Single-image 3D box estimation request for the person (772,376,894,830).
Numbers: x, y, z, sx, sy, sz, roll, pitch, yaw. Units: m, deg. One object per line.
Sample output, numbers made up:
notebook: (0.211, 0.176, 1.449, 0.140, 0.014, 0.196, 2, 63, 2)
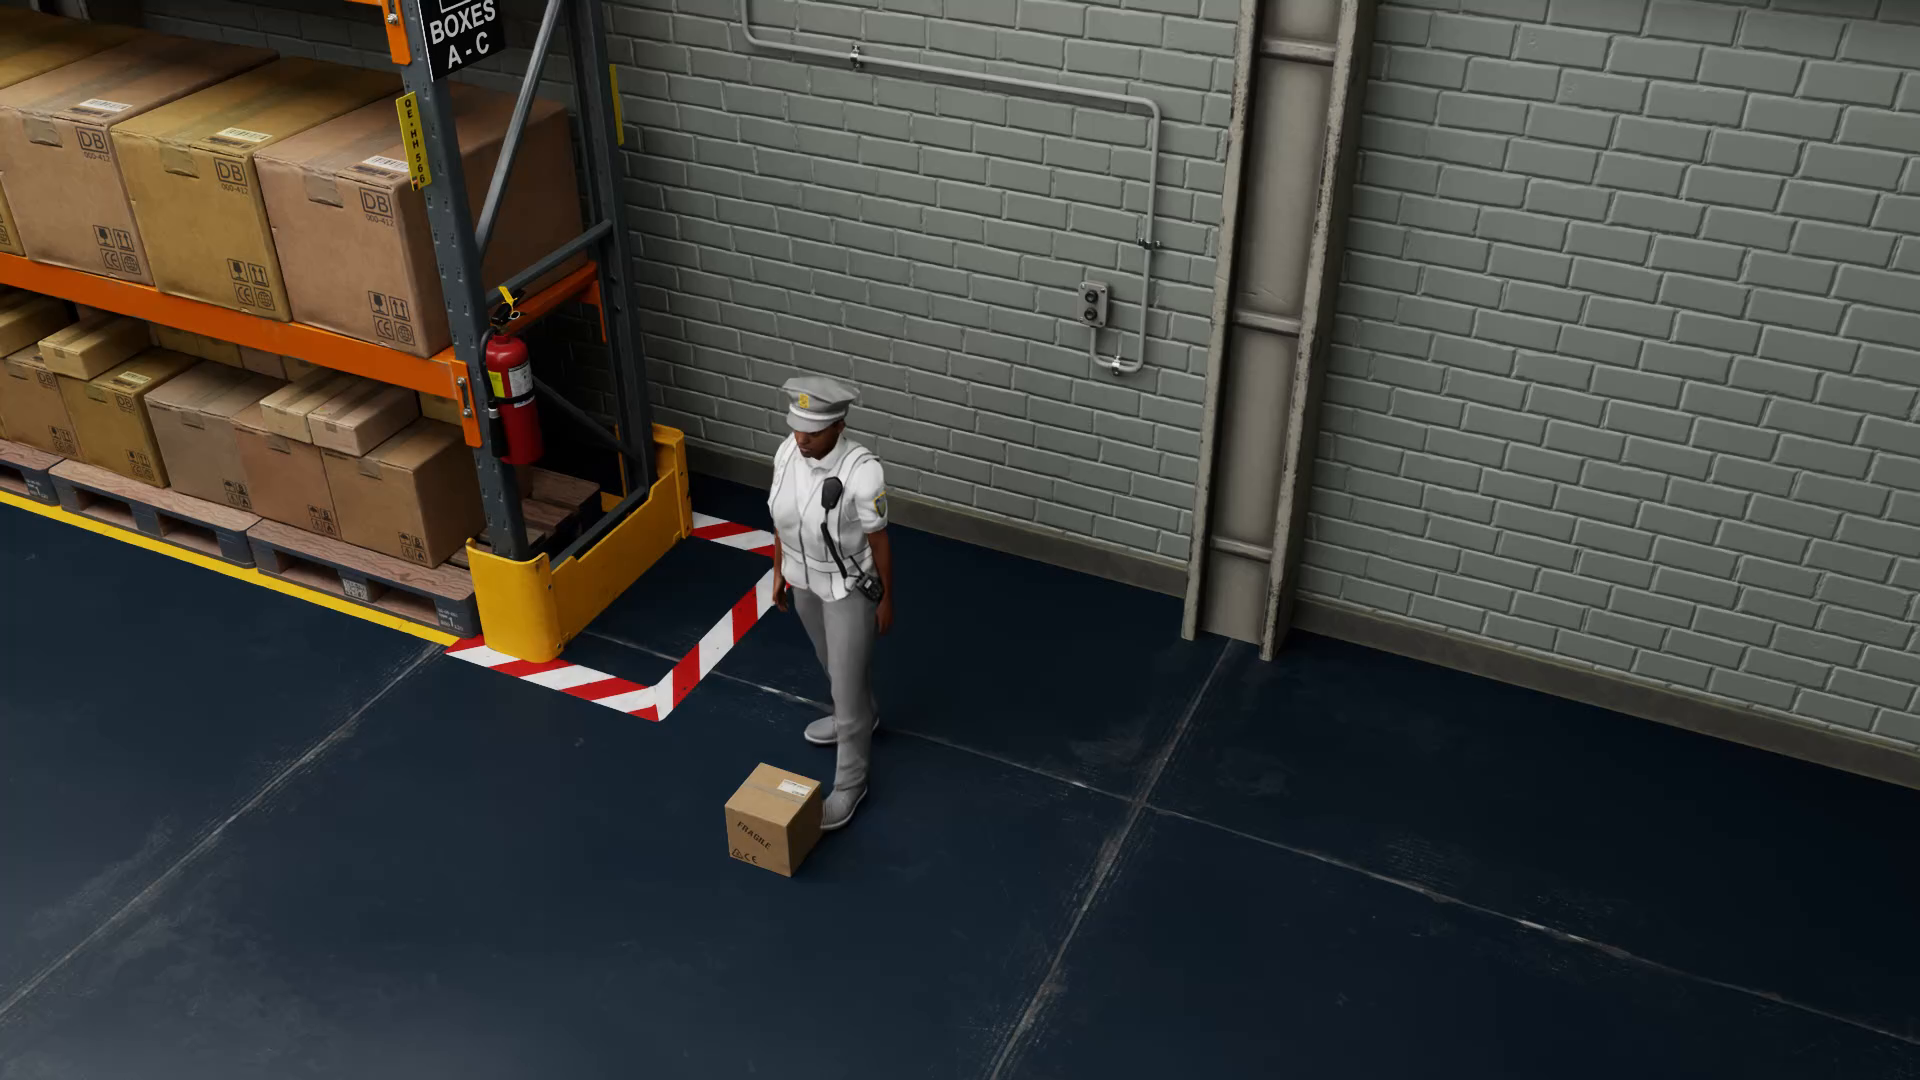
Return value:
person: (-7.138, 1.332, 3.990, 8.226, 1.826, 12.302, 24, 41, 31)
